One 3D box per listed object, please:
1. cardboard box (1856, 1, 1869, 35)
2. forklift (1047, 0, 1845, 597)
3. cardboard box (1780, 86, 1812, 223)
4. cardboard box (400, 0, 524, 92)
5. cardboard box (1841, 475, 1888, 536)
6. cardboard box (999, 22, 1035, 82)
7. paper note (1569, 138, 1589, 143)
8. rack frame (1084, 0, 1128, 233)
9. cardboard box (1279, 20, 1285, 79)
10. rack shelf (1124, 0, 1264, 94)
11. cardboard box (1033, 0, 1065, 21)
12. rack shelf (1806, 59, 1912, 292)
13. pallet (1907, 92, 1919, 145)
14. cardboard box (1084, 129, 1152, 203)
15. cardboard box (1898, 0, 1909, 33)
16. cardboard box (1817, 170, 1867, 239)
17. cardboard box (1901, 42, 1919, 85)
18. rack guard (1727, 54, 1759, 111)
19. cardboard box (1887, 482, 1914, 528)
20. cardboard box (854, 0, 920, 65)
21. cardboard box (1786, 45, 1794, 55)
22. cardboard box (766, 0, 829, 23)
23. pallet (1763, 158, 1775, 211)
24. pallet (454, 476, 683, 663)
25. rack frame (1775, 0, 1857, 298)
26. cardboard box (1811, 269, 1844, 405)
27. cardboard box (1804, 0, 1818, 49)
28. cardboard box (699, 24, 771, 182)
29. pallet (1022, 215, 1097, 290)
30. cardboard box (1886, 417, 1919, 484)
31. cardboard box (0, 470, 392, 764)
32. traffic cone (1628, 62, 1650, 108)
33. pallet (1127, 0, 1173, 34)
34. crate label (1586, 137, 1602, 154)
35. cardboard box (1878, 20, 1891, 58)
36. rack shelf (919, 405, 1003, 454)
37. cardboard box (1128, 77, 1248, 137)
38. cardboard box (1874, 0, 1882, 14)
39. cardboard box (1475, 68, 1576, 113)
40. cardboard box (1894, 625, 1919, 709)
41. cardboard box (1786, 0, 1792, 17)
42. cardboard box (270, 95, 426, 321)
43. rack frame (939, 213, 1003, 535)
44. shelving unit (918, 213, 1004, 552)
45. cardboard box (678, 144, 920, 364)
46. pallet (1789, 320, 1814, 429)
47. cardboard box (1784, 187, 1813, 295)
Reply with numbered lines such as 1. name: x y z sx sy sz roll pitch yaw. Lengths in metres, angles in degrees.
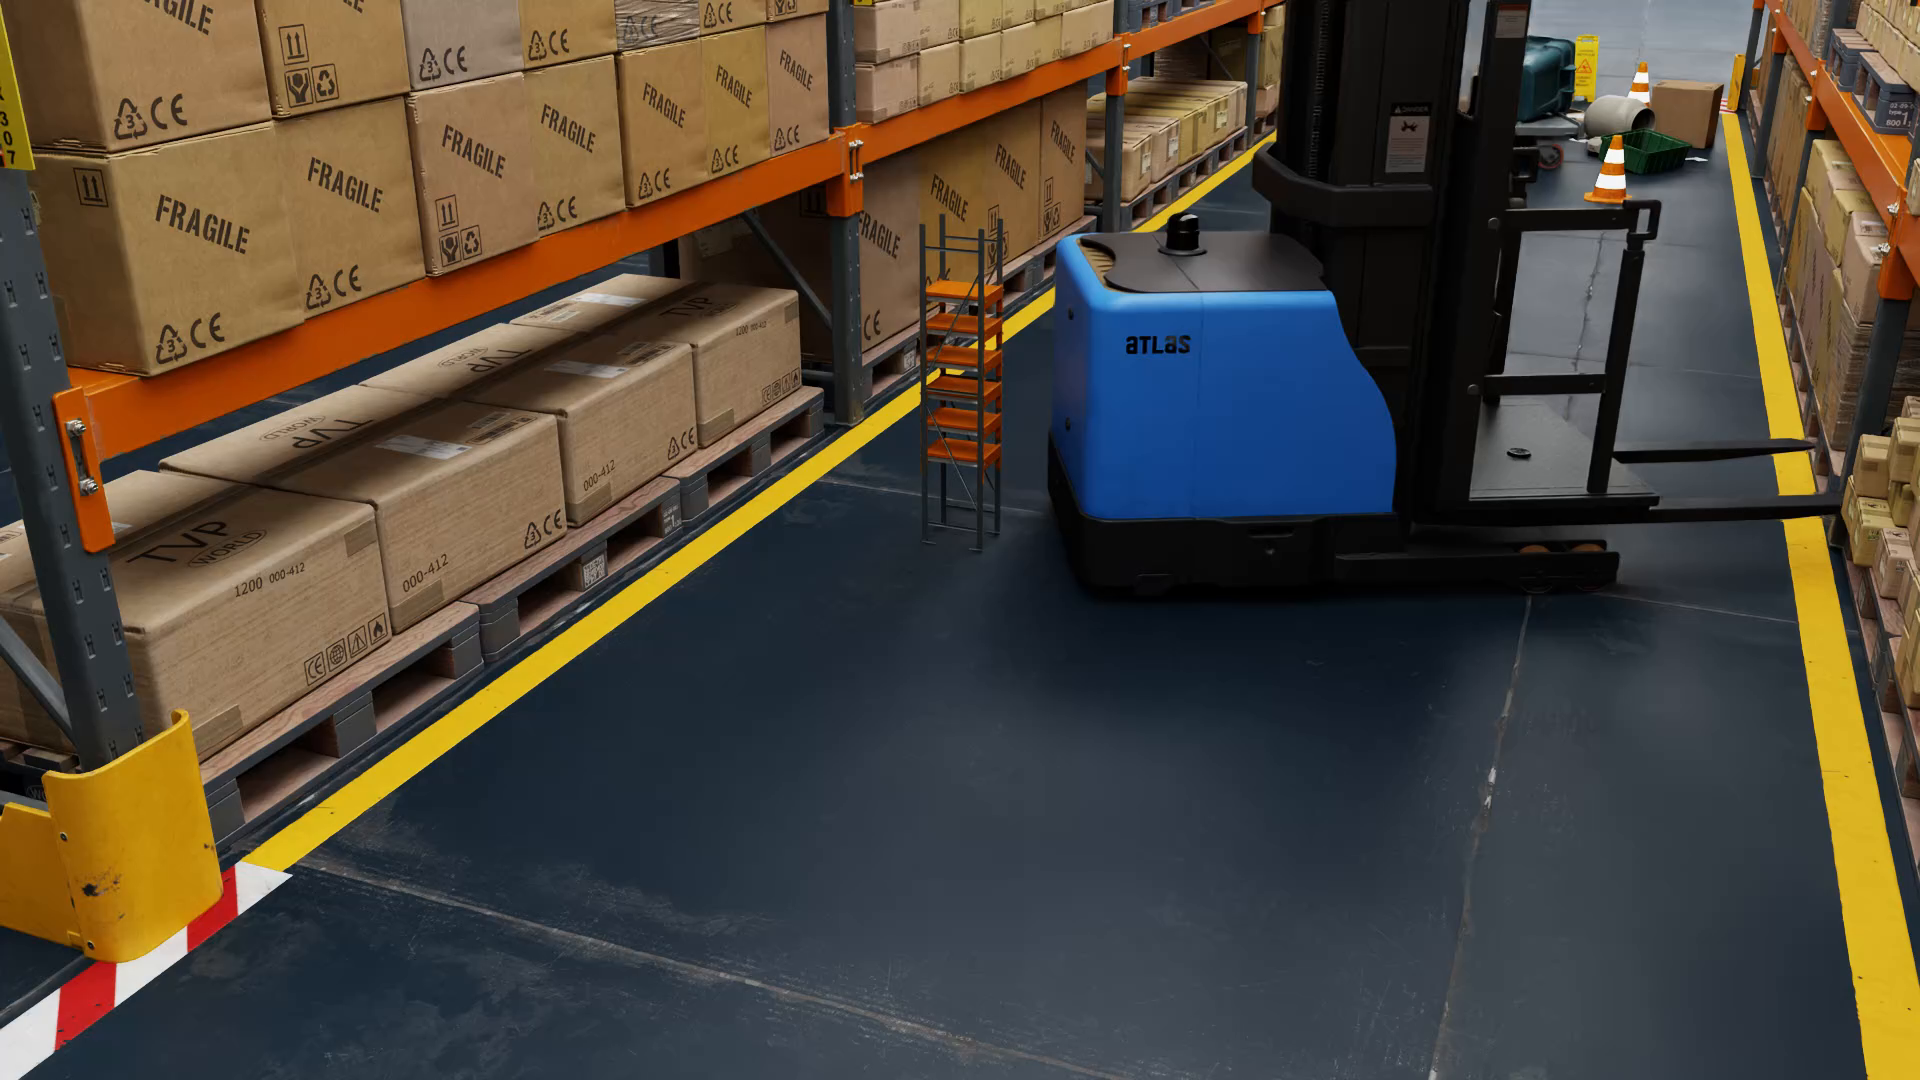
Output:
1. cardboard box: 4.843 -2.678 8.551 0.380 0.149 0.250 8 24 19
2. forklift: 1.886 -1.368 5.721 3.031 2.935 1.130 -2 23 -4
3. cardboard box: 5.828 -2.405 10.491 1.050 0.750 0.750 9 24 21
4. cardboard box: -1.596 -1.551 4.644 0.500 0.500 0.500 9 24 20
5. cardboard box: 3.278 -0.094 5.737 0.380 0.149 0.250 8 24 18
6. cardboard box: 0.077 -2.567 8.698 0.500 0.250 0.500 8 24 19
7. paper note: 5.488 -3.537 14.689 0.172 0.023 0.155 19 29 38
8. rack frame: 0.564 -3.404 10.507 1.000 3.000 0.127 9 24 20
9. cardboard box: 2.707 -4.472 15.114 0.500 0.500 0.500 10 25 22
10. rack shelf: 1.307 -3.788 12.359 1.077 0.370 4.000 9 24 20
11. cardboard box: 0.261 -2.986 9.052 0.500 0.250 0.500 8 24 19
12. rack shelf: 4.454 -1.684 7.323 1.077 0.370 4.000 9 24 20
13. pallet: 4.130 -1.464 6.112 1.003 0.211 1.213 9 24 20
14. cardboard box: 0.783 -2.586 11.414 0.950 0.372 0.625 7 24 16
15. cardboard box: 4.258 -2.244 7.126 0.380 0.149 0.250 10 25 22
16. cardboard box: 4.332 -1.549 7.792 0.500 0.250 0.500 9 24 20
17. cardboard box: 4.057 -1.920 6.737 0.380 0.149 0.250 8 24 18
18. rack guard: 8.178 -4.449 16.253 1.175 0.500 0.348 9 24 20
19. cardboard box: 3.269 -0.128 5.433 0.380 0.149 0.250 9 24 20
20. cardboard box: -0.497 -2.251 7.293 0.500 0.250 0.500 8 24 19
21. cardboard box: 6.981 -3.591 13.168 0.875 0.875 0.875 9 24 21
22. cardboard box: -0.841 -2.272 6.370 0.500 0.500 0.500 9 24 20
23. pallet: 6.466 -2.589 12.175 1.003 0.211 1.213 9 24 20
24. pallet: -1.729 0.013 5.945 1.003 0.211 1.213 9 24 20
25. rack frame: 5.197 -2.731 8.897 1.000 3.000 0.127 9 24 20
26. cardboard box: 3.943 -0.825 7.031 0.500 0.500 0.500 8 24 19
27. cardboard box: 5.302 -3.155 9.783 0.500 0.500 0.500 9 24 20
28. cardboard box: -1.043 -1.631 6.134 0.500 0.500 0.500 8 24 19
29. pallet: 0.201 -1.846 10.395 1.003 0.211 1.213 9 24 20
30. cardboard box: 3.234 -0.269 5.385 0.380 0.149 0.250 10 25 23
31. cardboard box: -2.256 0.197 4.666 0.875 0.438 0.875 8 24 18
32. traffic cone: 6.653 -4.437 16.272 0.336 0.463 0.334 9 24 20
33. pallet: 0.730 -3.586 11.191 1.213 0.211 1.003 9 24 20
34. crate label: 5.444 -3.311 13.998 0.298 0.136 0.250 -7 24 -17
35. cardboard box: 4.448 -2.293 7.629 0.380 0.149 0.250 10 25 22
36. rack shelf: 0.005 -0.407 6.095 0.258 0.103 0.180 9 24 20
37. cardboard box: 1.857 -3.629 13.910 0.950 0.372 0.625 9 24 21
38. cardboard box: 4.636 -2.609 7.999 0.380 0.149 0.250 8 24 18
39. cardboard box: 5.233 -4.124 15.470 0.797 0.503 0.637 -7 24 -17
40. cardboard box: 2.833 0.376 4.612 0.380 0.149 0.250 8 24 19
41. cardboard box: 6.051 -3.879 11.514 0.500 0.500 0.500 9 24 20
42. cardboard box: -1.801 -0.903 4.390 0.500 0.500 0.500 8 24 19
43. rack frame: 0.039 -0.592 6.110 0.240 1.200 0.006 9 24 20
44. shelving unit: 0.005 -0.559 6.031 0.258 1.200 0.189 9 24 20
45. cardboard box: -0.766 -1.419 7.968 0.875 0.875 0.875 10 25 22
46. pallet: 4.451 -0.730 7.724 1.003 0.211 1.213 9 24 20
47. cardboard box: 4.698 -1.555 8.780 0.500 0.500 0.500 8 24 18
